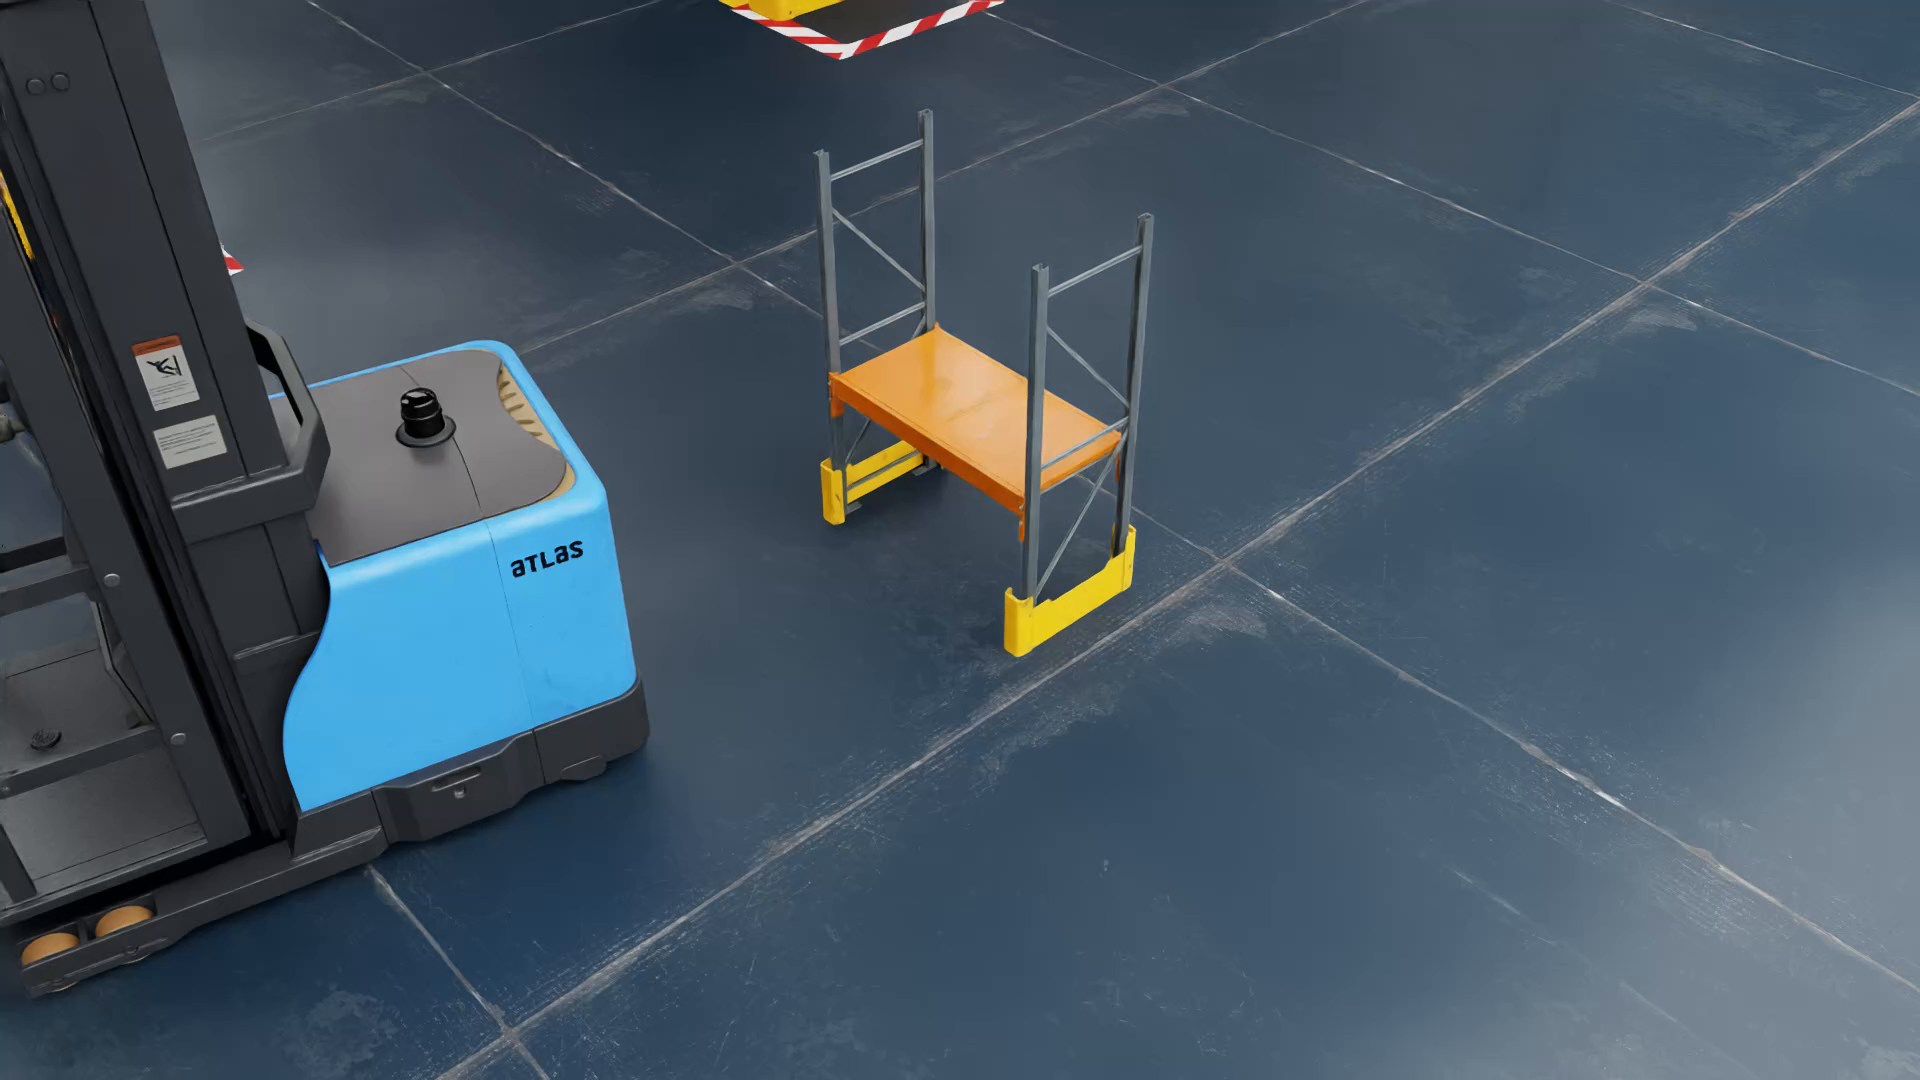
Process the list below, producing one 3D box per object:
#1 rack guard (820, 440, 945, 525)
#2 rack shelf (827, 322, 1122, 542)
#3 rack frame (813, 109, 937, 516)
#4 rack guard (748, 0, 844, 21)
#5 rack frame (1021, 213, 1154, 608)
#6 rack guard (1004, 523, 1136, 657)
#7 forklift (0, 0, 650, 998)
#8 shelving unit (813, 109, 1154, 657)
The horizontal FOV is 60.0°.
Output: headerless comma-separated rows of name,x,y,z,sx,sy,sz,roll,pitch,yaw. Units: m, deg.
rack guard,-0.285,-0.292,6.413,0.587,0.250,0.087,-30,48,-32
rack shelf,0.058,-0.404,5.843,0.538,0.185,1.000,-30,48,-32
rack frame,-0.286,-0.779,6.021,0.500,1.500,0.032,-30,48,-32
rack guard,-0.795,-3.680,10.409,1.175,0.500,0.348,-30,48,-32
rack frame,0.401,-0.309,5.439,0.500,1.500,0.032,-30,48,-32
rack guard,0.388,0.169,5.842,0.587,0.250,0.087,-30,48,-32
forklift,-2.539,-0.253,4.230,3.031,2.935,1.130,-20,43,-23
shelving unit,0.052,-0.548,5.735,0.587,1.500,1.083,-30,48,-32
